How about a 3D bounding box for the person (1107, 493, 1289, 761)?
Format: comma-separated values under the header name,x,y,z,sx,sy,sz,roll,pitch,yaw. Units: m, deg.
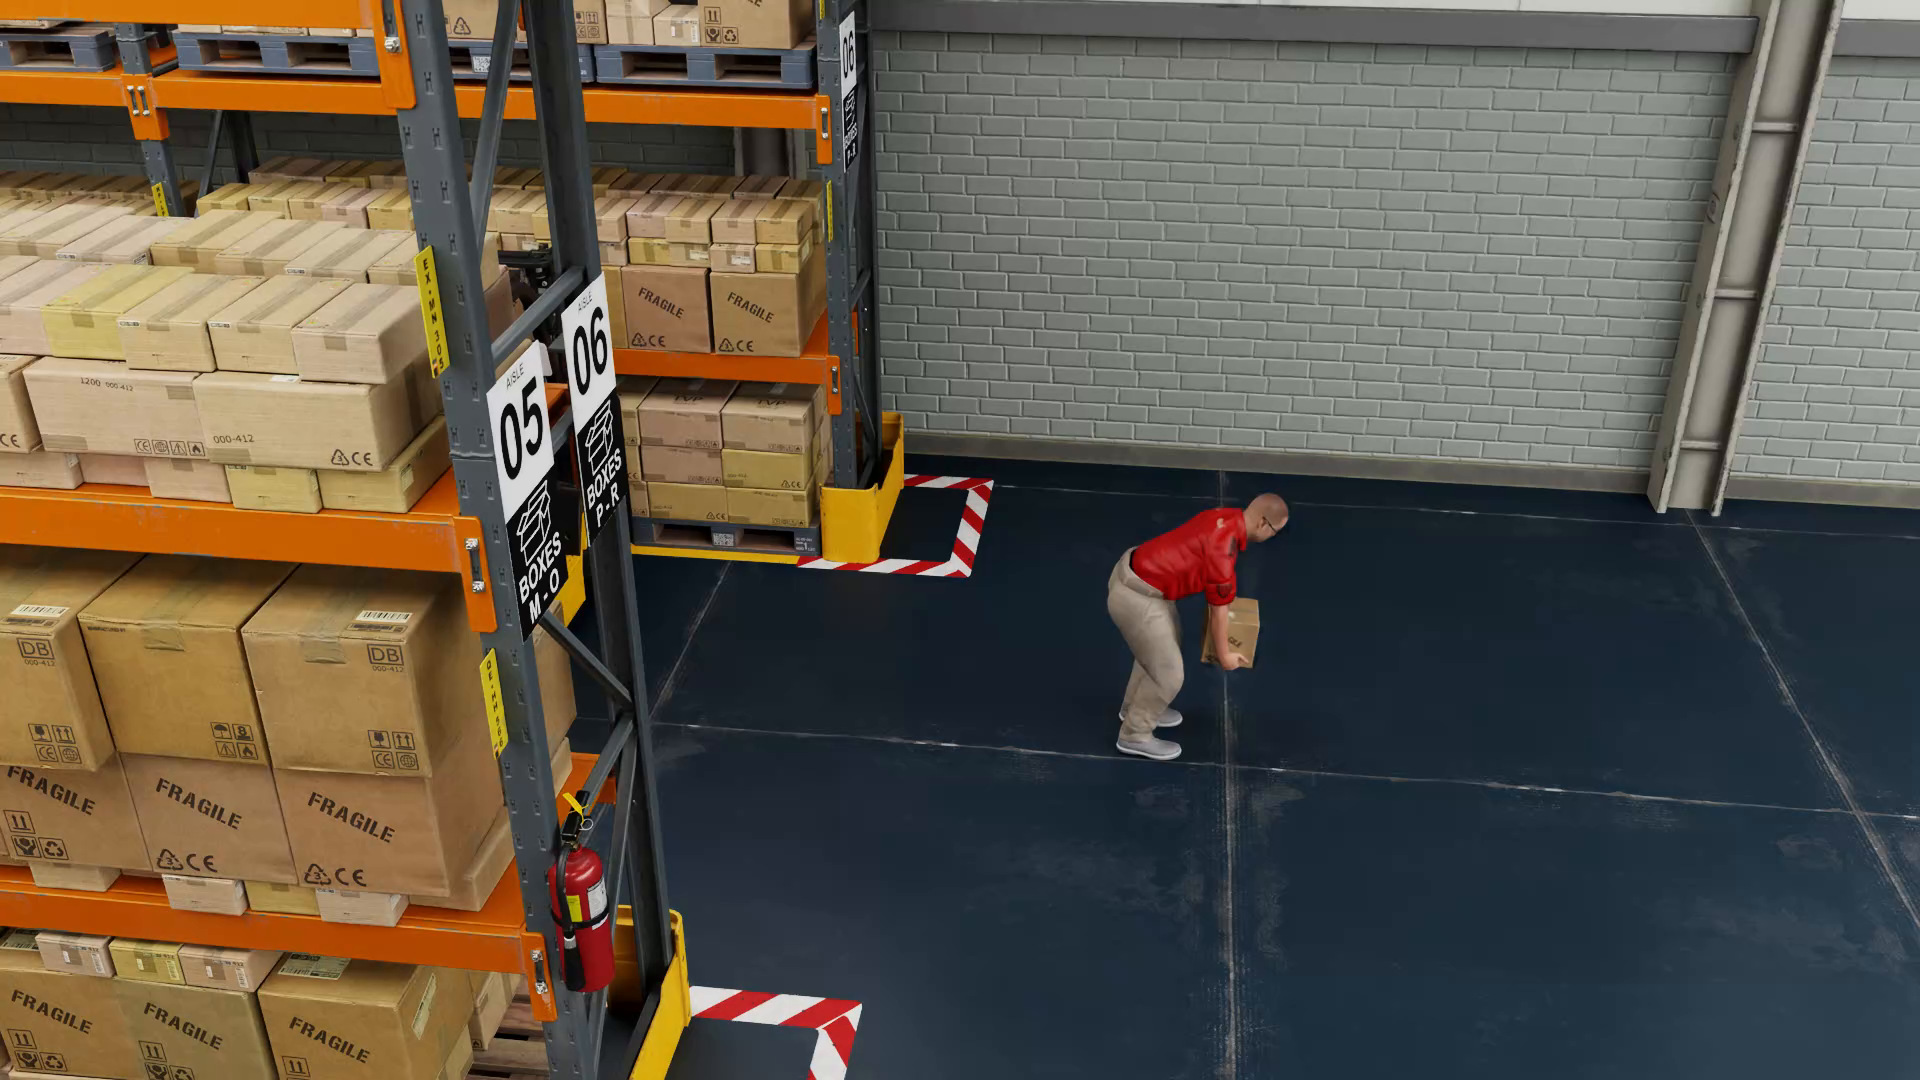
name,x,y,z,sx,sy,sz,roll,pitch,yaw
person,1.148,0.400,8.236,0.844,1.412,0.491,3,28,5
